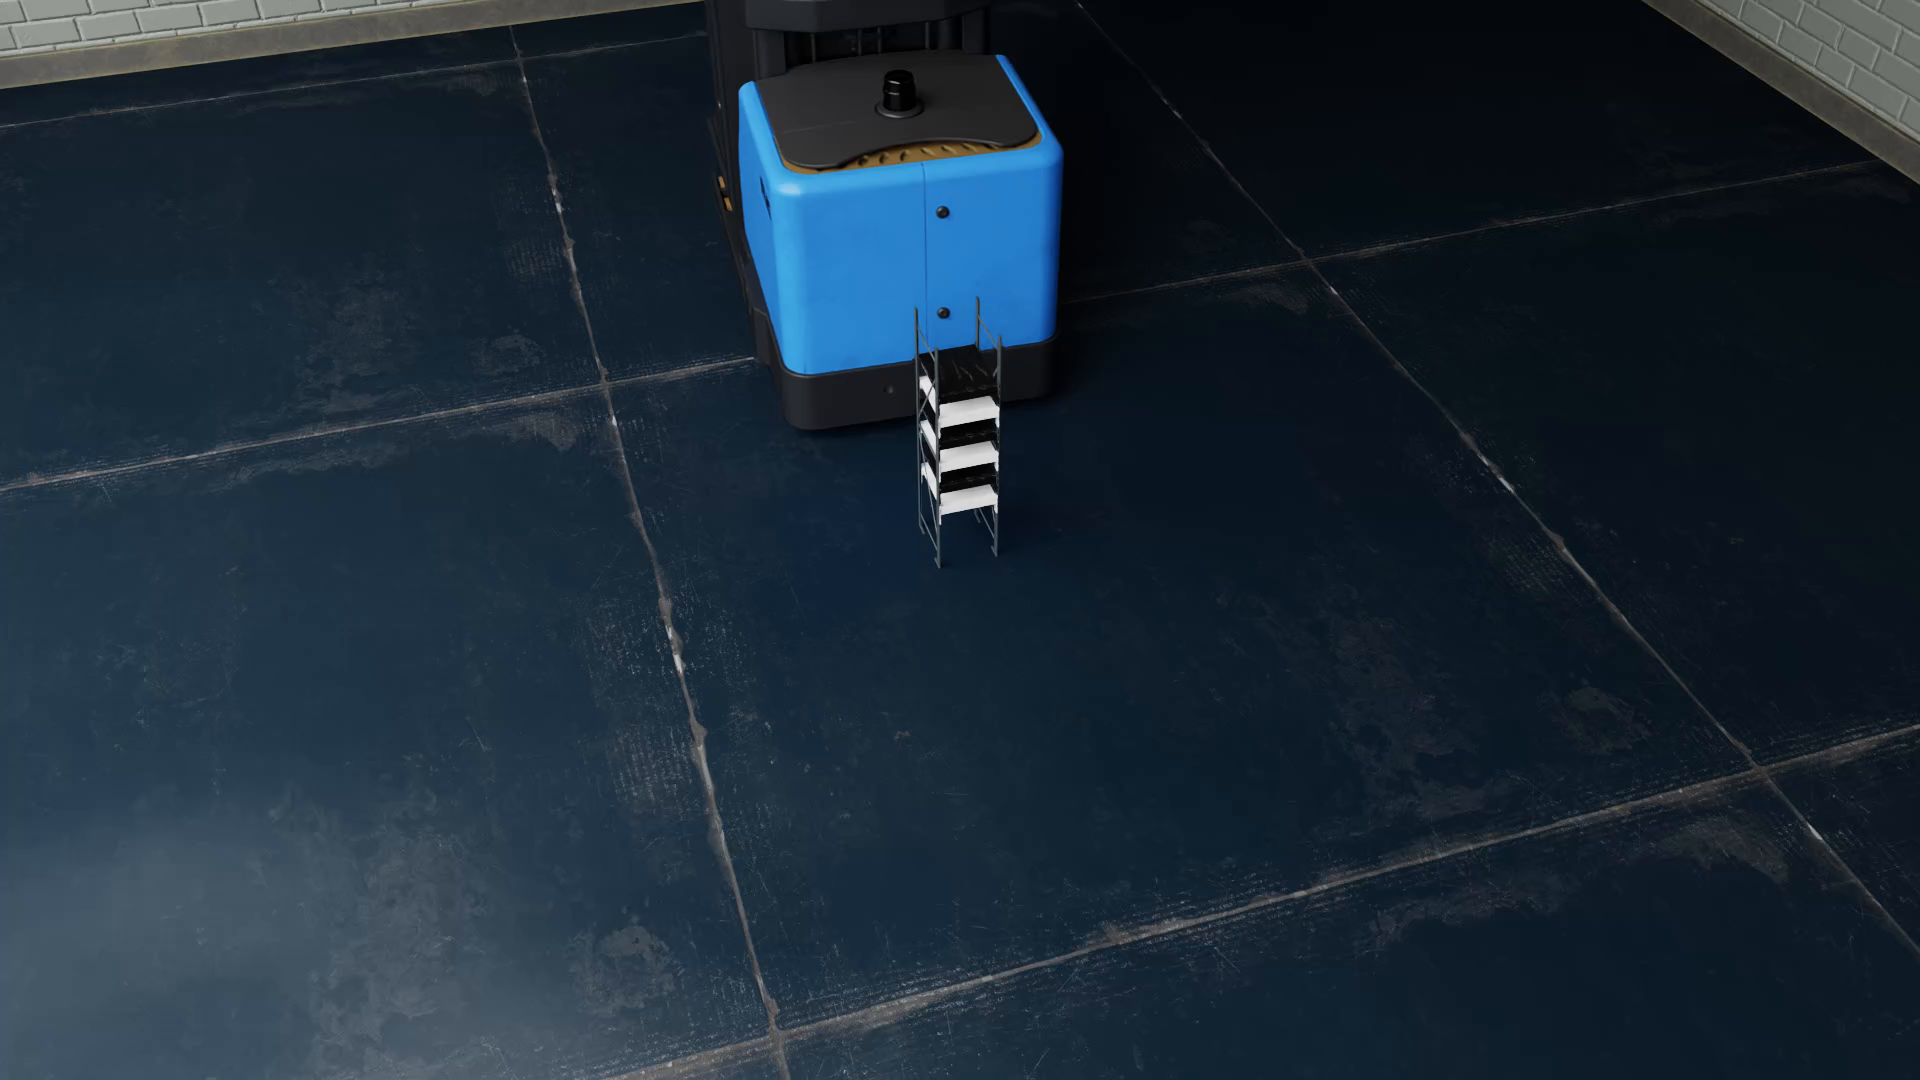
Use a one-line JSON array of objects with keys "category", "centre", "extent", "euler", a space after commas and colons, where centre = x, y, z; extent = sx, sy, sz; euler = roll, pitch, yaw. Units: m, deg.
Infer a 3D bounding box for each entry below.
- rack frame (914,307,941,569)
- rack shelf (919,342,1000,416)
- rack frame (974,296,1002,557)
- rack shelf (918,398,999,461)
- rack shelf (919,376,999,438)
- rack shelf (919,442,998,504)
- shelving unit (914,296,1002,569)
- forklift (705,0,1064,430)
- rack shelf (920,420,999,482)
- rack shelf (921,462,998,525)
[{"category": "rack frame", "centre": [-0.105, -0.317, 5.429], "extent": [0.006, 0.900, 0.240], "euler": [-12, 42, -13]}, {"category": "rack shelf", "centre": [-0.008, -0.516, 5.296], "extent": [0.200, 0.077, 0.258], "euler": [-12, 42, -13]}, {"category": "rack frame", "centre": [0.089, -0.357, 5.475], "extent": [0.006, 0.900, 0.240], "euler": [-12, 42, -13]}, {"category": "rack shelf", "centre": [-0.008, -0.380, 5.415], "extent": [0.200, 0.077, 0.258], "euler": [-12, 42, -13]}, {"category": "rack shelf", "centre": [-0.008, -0.448, 5.356], "extent": [0.200, 0.077, 0.258], "euler": [-12, 42, -13]}, {"category": "rack shelf", "centre": [-0.008, -0.244, 5.533], "extent": [0.200, 0.077, 0.258], "euler": [-12, 42, -13]}, {"category": "shelving unit", "centre": [-0.008, -0.337, 5.452], "extent": [0.210, 0.900, 0.258], "euler": [-12, 42, -13]}, {"category": "forklift", "centre": [-0.479, -2.487, 6.368], "extent": [1.130, 2.935, 3.031], "euler": [-9, 42, -10]}, {"category": "rack shelf", "centre": [-0.008, -0.312, 5.474], "extent": [0.200, 0.077, 0.258], "euler": [-12, 42, -13]}, {"category": "rack shelf", "centre": [-0.008, -0.177, 5.592], "extent": [0.200, 0.077, 0.258], "euler": [-12, 42, -13]}]
